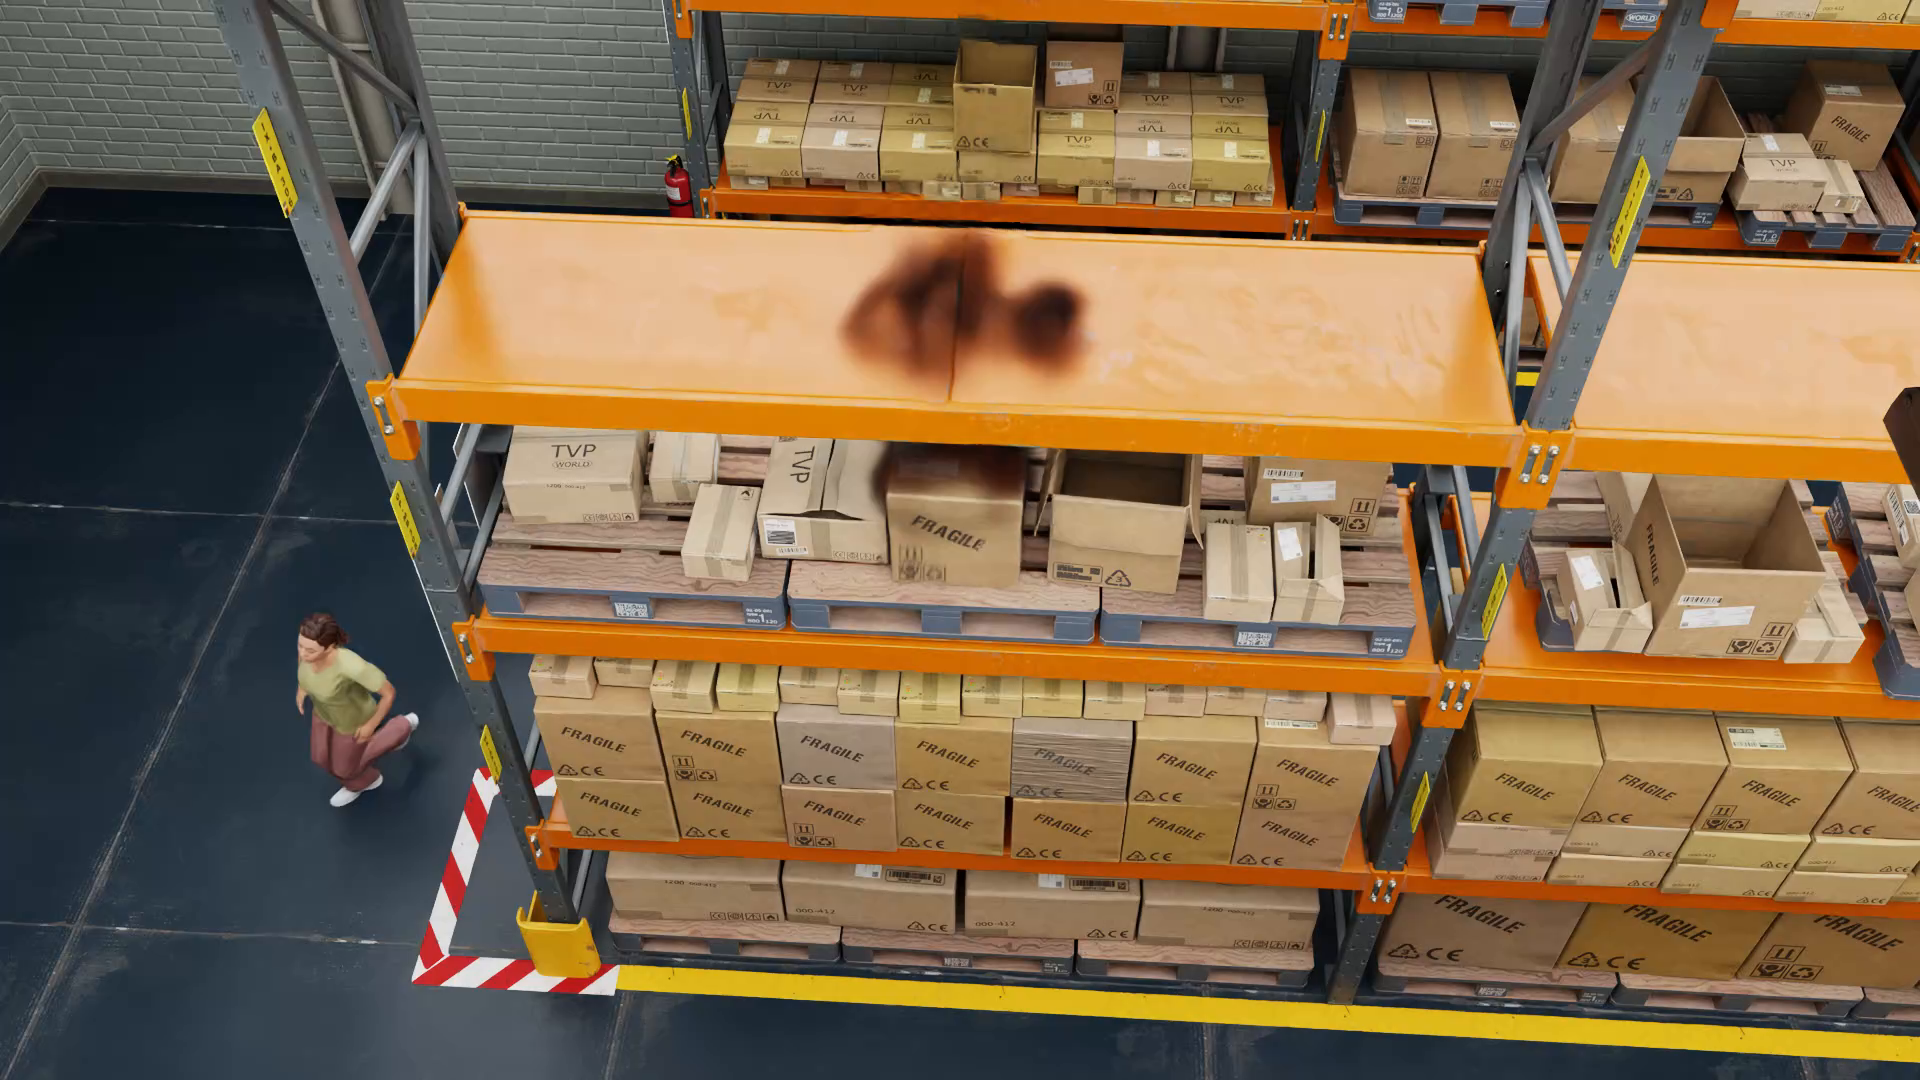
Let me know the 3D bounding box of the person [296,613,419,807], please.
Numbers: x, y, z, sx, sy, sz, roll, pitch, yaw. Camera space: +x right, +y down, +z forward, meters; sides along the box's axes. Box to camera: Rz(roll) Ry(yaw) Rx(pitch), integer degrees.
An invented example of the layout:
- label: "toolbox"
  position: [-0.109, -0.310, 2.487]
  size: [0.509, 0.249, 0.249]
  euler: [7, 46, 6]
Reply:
- label: "person"
  position: [-3.205, 0.880, 8.873]
  size: [0.657, 1.621, 0.590]
  euler: [29, 54, 23]
